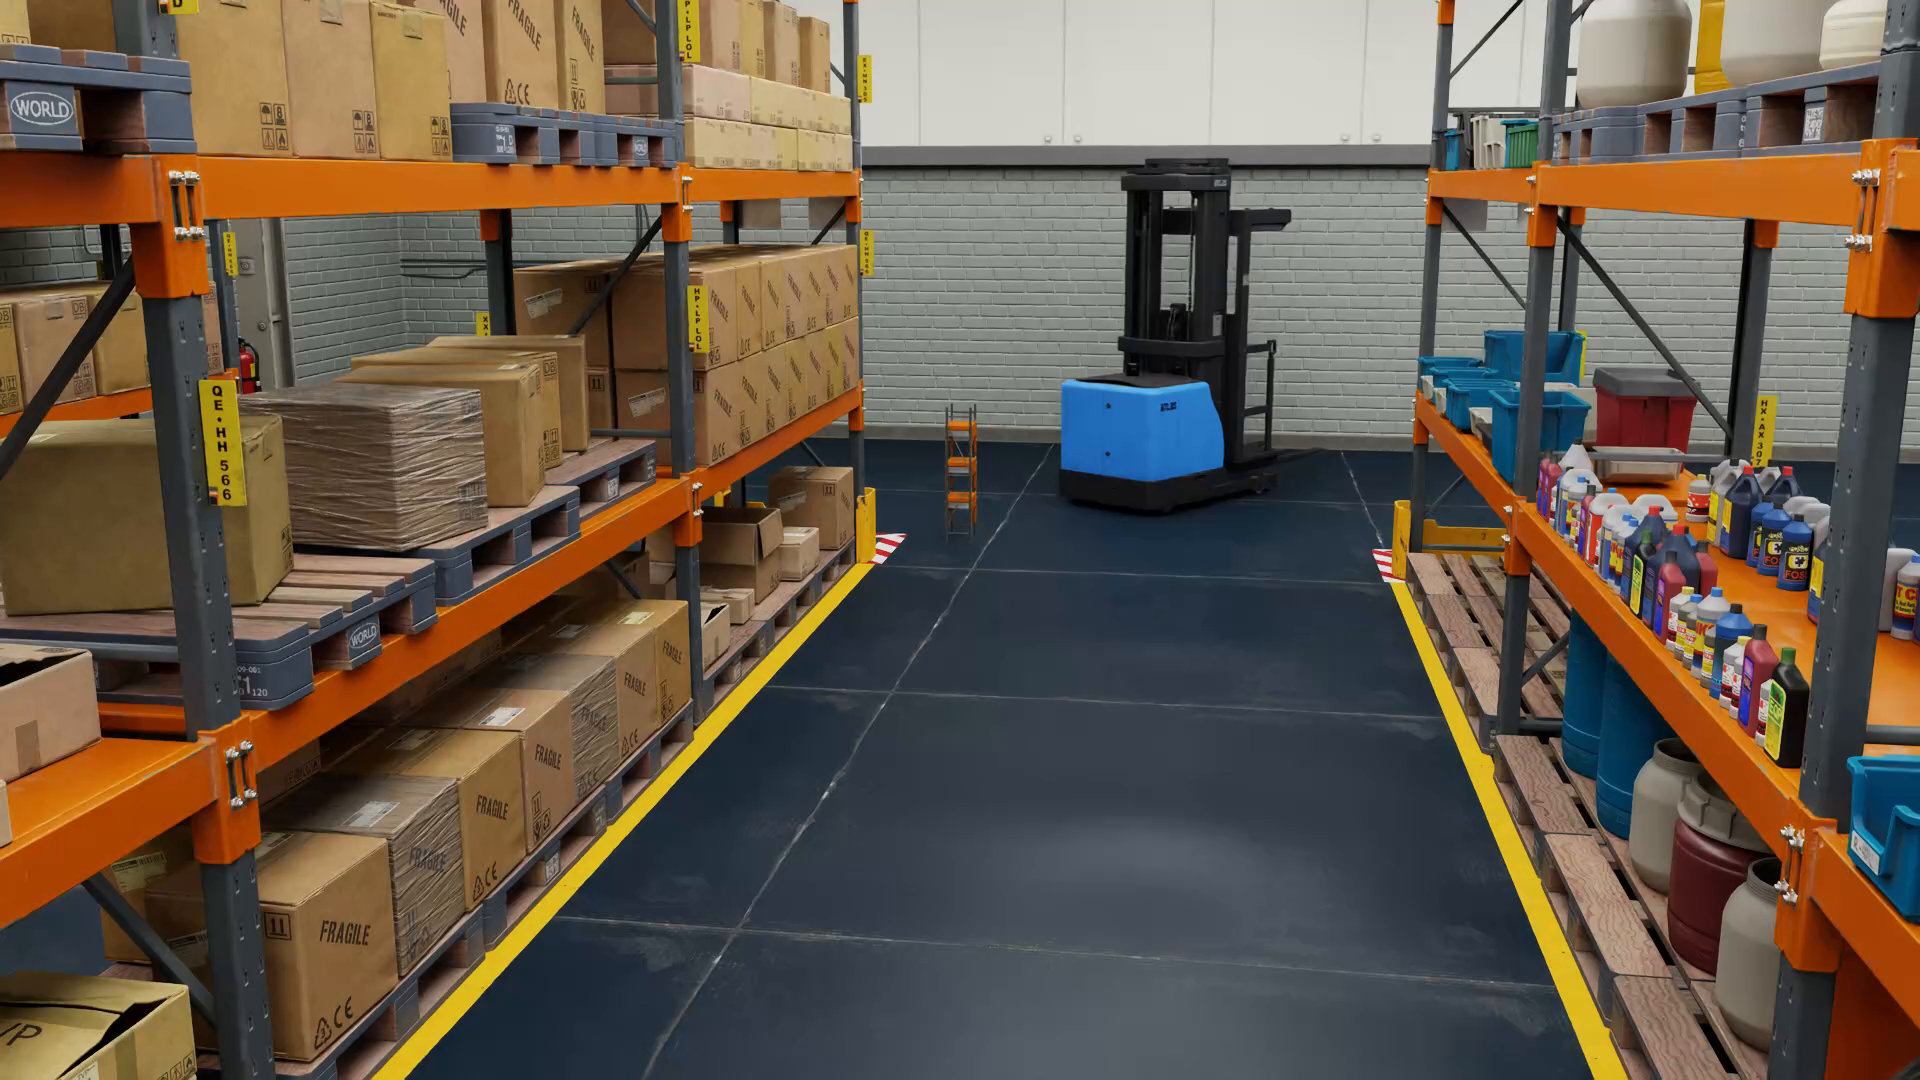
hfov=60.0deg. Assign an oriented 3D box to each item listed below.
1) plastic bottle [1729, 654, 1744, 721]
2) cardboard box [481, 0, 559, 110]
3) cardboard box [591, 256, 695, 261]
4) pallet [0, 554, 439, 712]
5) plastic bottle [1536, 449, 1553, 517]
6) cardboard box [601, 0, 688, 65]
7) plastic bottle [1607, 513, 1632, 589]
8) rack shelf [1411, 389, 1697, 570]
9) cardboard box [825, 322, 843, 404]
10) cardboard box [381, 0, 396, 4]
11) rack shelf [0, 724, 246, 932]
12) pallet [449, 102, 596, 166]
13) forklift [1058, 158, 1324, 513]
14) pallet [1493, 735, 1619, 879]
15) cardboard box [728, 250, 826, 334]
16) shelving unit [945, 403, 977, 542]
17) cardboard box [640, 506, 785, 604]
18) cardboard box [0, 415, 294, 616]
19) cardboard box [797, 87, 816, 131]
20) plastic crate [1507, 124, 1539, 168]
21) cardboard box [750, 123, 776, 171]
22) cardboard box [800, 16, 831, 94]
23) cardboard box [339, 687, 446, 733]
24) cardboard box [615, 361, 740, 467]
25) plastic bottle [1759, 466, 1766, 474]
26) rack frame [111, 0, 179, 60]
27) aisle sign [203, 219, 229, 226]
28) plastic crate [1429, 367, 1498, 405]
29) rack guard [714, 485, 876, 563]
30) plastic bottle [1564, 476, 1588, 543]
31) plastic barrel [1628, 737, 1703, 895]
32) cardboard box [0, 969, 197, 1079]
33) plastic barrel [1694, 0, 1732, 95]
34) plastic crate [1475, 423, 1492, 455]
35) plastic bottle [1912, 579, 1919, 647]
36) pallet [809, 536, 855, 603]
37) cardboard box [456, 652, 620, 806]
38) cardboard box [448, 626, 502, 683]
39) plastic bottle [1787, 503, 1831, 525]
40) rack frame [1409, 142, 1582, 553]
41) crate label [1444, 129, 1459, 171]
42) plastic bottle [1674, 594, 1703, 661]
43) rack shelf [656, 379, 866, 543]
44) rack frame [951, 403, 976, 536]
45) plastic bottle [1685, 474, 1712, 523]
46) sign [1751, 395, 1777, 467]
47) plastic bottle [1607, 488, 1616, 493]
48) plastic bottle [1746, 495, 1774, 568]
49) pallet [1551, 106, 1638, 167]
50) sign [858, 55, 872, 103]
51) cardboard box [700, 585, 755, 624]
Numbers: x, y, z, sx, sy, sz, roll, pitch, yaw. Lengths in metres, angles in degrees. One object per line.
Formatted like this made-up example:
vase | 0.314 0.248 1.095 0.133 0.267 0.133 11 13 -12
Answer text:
plastic bottle | 2.161 0.389 4.538 0.097 0.201 0.097 0 12 0
cardboard box | -2.060 -2.059 6.837 0.600 0.600 0.600 2 12 8
cardboard box | -1.854 -1.395 9.736 0.500 0.500 0.500 2 12 9
pallet | -2.410 0.251 5.164 1.213 0.211 1.003 2 12 9
plastic bottle | 2.586 -0.251 7.316 0.061 0.283 0.133 2 12 9
cardboard box | -1.793 -2.639 8.386 0.700 0.500 0.500 2 12 9
plastic bottle | 2.394 0.040 5.991 0.097 0.271 0.097 0 12 0
rack shelf | 3.372 -0.435 9.602 1.077 0.370 4.000 2 12 9
cardboard box | -1.091 -1.203 11.220 0.500 0.500 0.500 2 12 9
cardboard box | -2.215 -2.006 5.452 0.500 0.500 0.500 2 12 9
rack shelf | -2.752 1.069 2.623 1.077 0.370 4.000 2 12 9
pallet | -2.156 -1.557 6.424 1.213 0.211 1.003 2 12 9
forklift | 2.229 -1.908 14.891 1.130 2.935 3.031 11 16 42
pallet | 2.904 1.152 7.149 1.003 0.211 1.213 2 12 9
cardboard box | -1.163 -1.588 10.629 0.500 0.500 0.500 2 12 10
shelving unit | 0.008 -0.524 12.934 0.215 1.050 0.252 2 12 9
cardboard box | -1.546 0.082 10.374 0.797 0.503 0.637 2 12 9
cardboard box | -2.459 -0.088 5.049 0.700 0.500 0.500 -2 12 -10
cardboard box | -1.199 -2.679 10.353 0.500 0.250 0.500 2 12 9
plastic crate | 2.831 -1.832 7.755 0.450 0.188 0.662 2 12 9
cardboard box | -1.351 -2.226 9.440 0.500 0.250 0.500 2 12 9
cardboard box | -1.277 -3.261 11.275 0.700 0.500 0.500 2 12 9
cardboard box | -2.378 0.888 6.642 0.500 0.500 0.500 1 12 7
cardboard box | -1.482 -0.678 8.783 0.500 0.500 0.500 2 12 10
plastic bottle | 3.333 -0.172 6.947 0.061 0.283 0.133 2 12 9
rack frame | -2.445 -2.632 3.847 1.000 3.000 0.127 2 12 9
aisle sign | -5.802 -2.801 12.698 0.394 0.787 0.004 2 12 9
plastic crate | 3.215 -0.973 10.644 0.416 0.233 0.300 2 12 9
rack guard | -1.226 -0.127 12.396 1.175 0.500 0.348 2 12 9
plastic bottle | 2.515 -0.124 6.756 0.097 0.271 0.097 0 12 0
plastic barrel | 2.680 1.015 6.073 0.421 0.512 0.421 0 12 0
cardboard box | -2.282 1.282 4.122 0.500 0.311 0.500 2 12 10
plastic barrel | 3.124 -1.938 6.302 0.600 0.588 0.600 0 12 0
plastic crate | 2.971 -0.507 8.738 0.437 0.125 0.590 2 12 9
plastic bottle | 3.058 0.200 5.221 0.061 0.283 0.133 2 12 9
pallet | -1.348 0.180 11.656 1.003 0.211 1.213 2 12 9
cardboard box | -1.784 0.794 7.079 0.500 0.500 0.500 2 12 9
cardboard box | -2.299 0.409 7.084 0.500 0.250 0.500 2 12 9
plastic bottle | 3.169 -0.009 6.208 0.152 0.276 0.135 2 12 9
rack frame | 3.679 -1.203 11.458 1.000 3.000 0.127 2 12 9
crate label | 3.218 -2.416 10.315 0.408 0.251 0.502 2 12 9
plastic bottle | 2.251 0.268 5.102 0.097 0.201 0.097 0 12 0
rack shelf | -1.522 -0.597 10.350 1.077 0.370 4.000 2 12 9
rack frame | 0.027 -0.550 13.052 0.200 1.050 0.008 2 12 9
plastic bottle | 3.197 -0.181 7.186 0.097 0.201 0.097 0 12 0
sign | 3.608 -0.488 7.480 0.100 0.325 0.005 2 12 9
plastic bottle | 2.686 -0.113 6.871 0.097 0.201 0.097 0 12 0
plastic bottle | 3.063 -0.035 6.339 0.097 0.271 0.097 0 12 0
pallet | 3.040 -1.578 6.526 1.213 0.211 1.003 2 12 9
sign | -0.669 -3.242 11.694 0.100 0.325 0.005 2 12 9
cardboard box | -1.428 0.377 9.804 0.380 0.166 0.250 2 12 9
